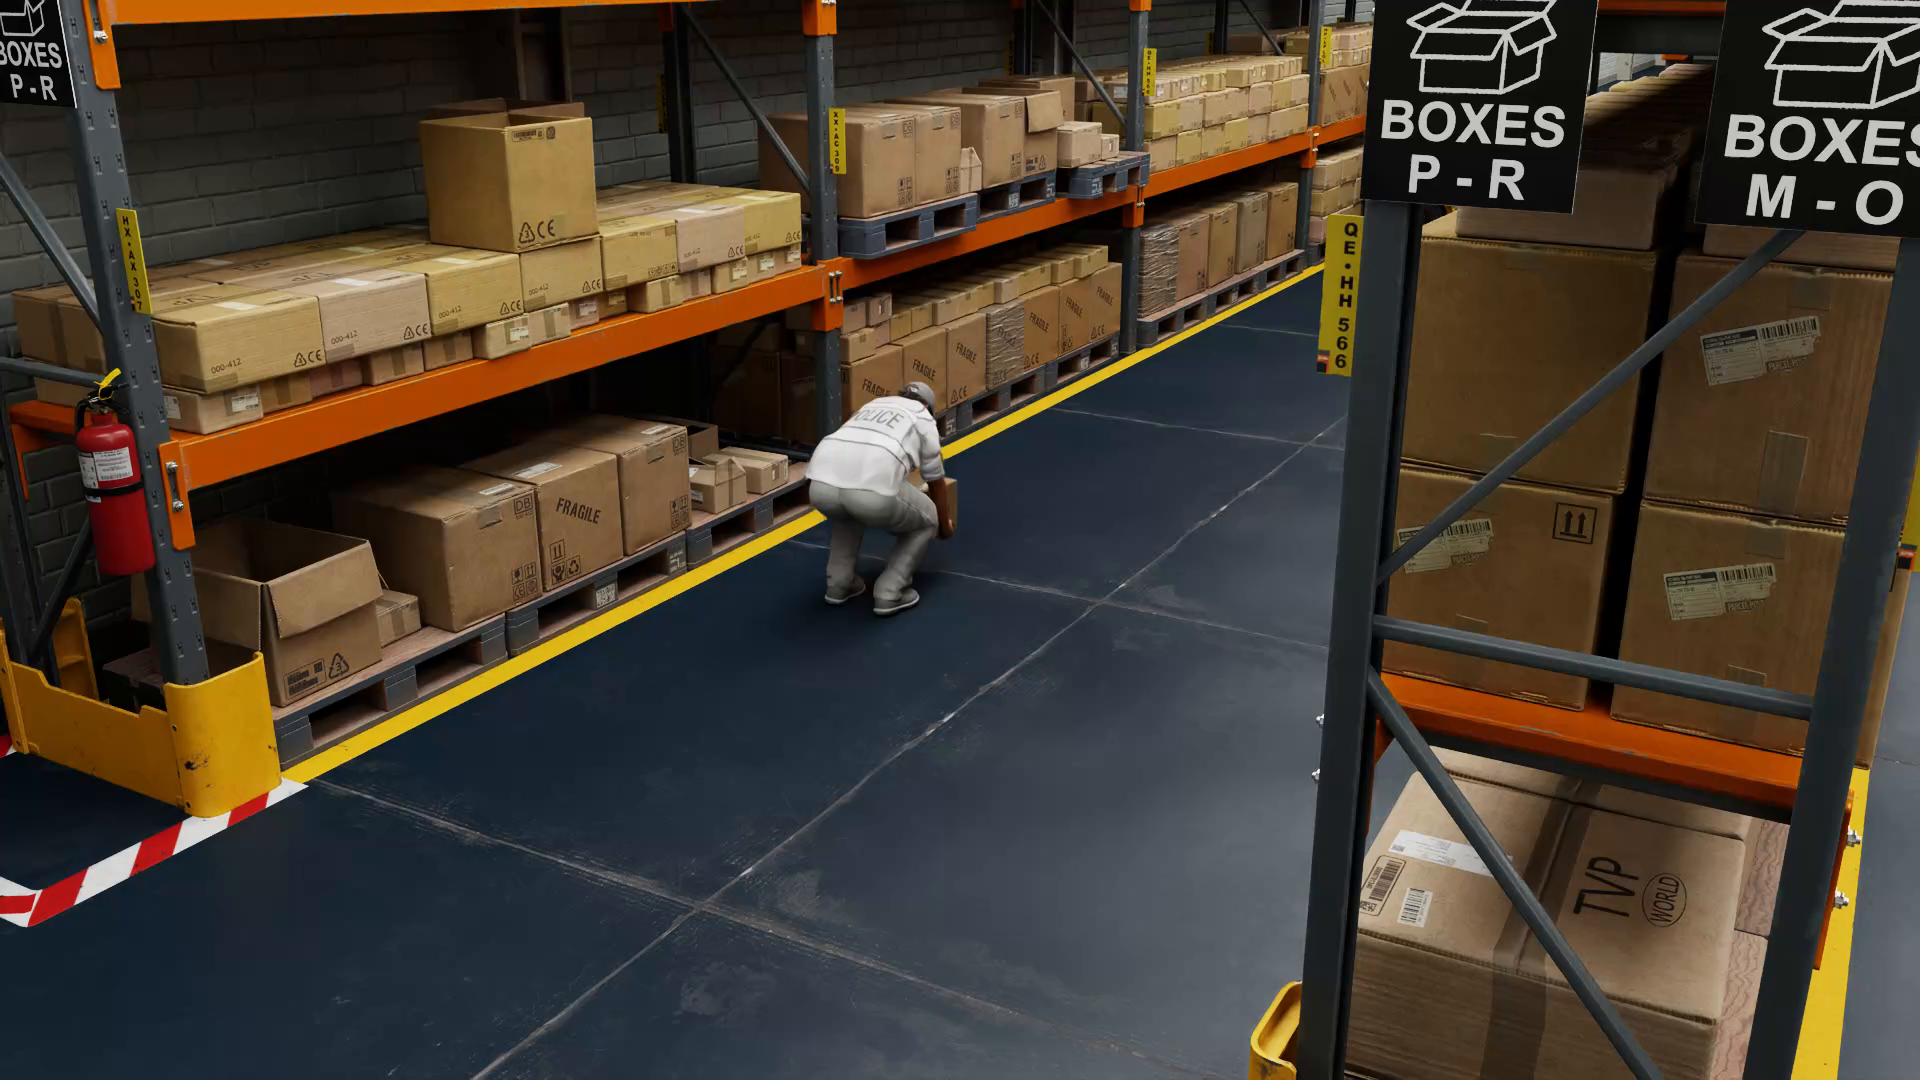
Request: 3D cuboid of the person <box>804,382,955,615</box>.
[{"bbox_3d":[-0.352,-0.193,7.698,0.521,0.943,0.921,10,22,25],"label":"person"}]
